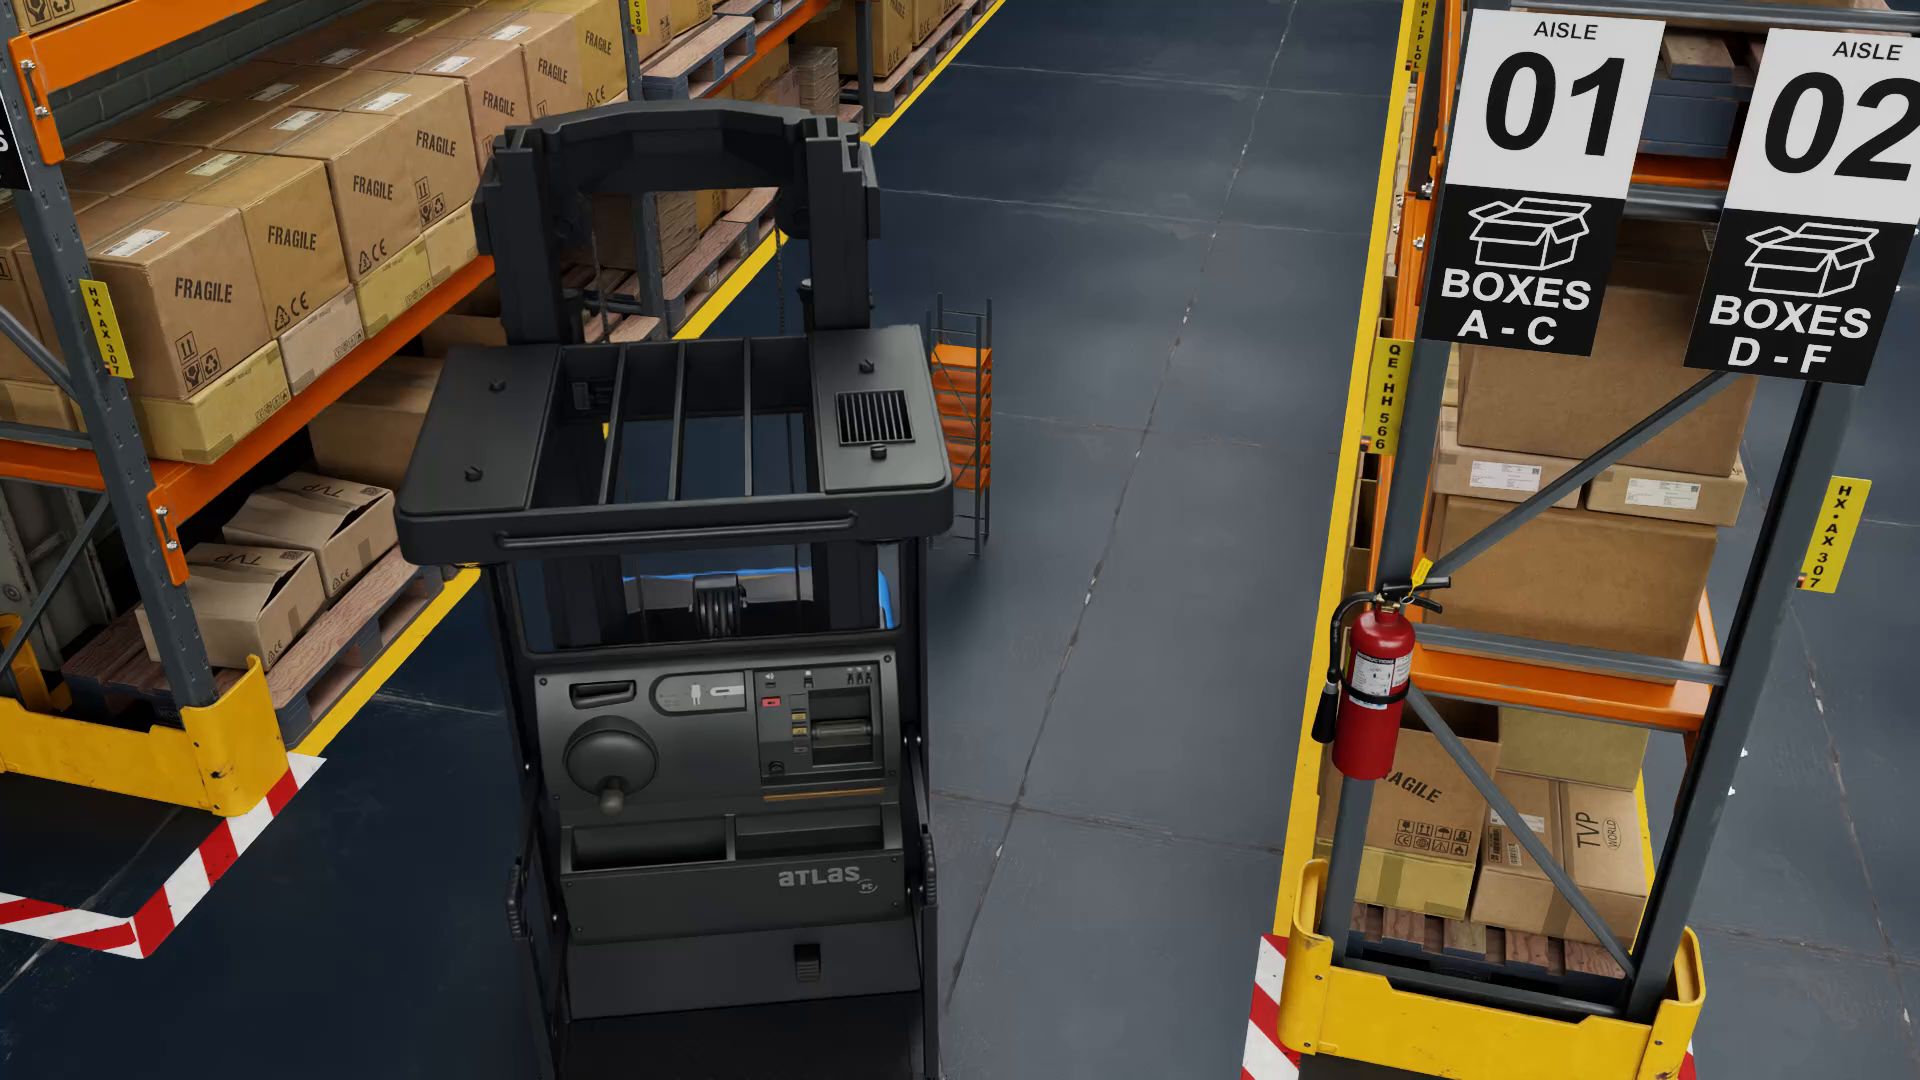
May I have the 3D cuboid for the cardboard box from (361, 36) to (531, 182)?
[{"bbox_3d":[-2.250,-1.894,7.356,0.500,0.500,0.500,7,33,11],"label":"cardboard box"}]

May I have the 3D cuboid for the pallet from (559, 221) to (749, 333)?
[{"bbox_3d":[-1.974,-1.667,10.175,1.003,0.211,1.213,8,33,12],"label":"pallet"}]

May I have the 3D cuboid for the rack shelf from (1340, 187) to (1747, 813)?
[{"bbox_3d":[2.115,-0.426,6.294,1.077,0.370,4.000,8,33,12],"label":"rack shelf"}]

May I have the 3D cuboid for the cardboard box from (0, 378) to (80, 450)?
[{"bbox_3d":[-3.254,-0.578,5.984,0.500,0.250,0.500,8,33,13],"label":"cardboard box"}]

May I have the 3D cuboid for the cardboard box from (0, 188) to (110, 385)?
[{"bbox_3d":[-3.271,-0.899,5.790,0.500,0.500,0.500,8,33,12],"label":"cardboard box"}]

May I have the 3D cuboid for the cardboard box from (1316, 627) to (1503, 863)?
[{"bbox_3d":[1.455,0.657,5.394,0.500,0.500,0.500,8,33,12],"label":"cardboard box"}]

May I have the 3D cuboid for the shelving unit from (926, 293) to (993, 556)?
[{"bbox_3d":[-0.004,-0.499,7.416,0.258,1.200,0.189,8,33,12],"label":"shelving unit"}]

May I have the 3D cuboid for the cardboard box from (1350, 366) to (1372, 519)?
[{"bbox_3d":[1.948,-0.383,7.030,0.500,0.500,0.500,8,33,12],"label":"cardboard box"}]

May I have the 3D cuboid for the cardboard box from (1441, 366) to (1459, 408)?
[{"bbox_3d":[1.585,-0.367,4.834,0.380,0.149,0.250,9,34,14],"label":"cardboard box"}]

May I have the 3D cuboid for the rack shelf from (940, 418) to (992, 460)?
[{"bbox_3d":[-0.004,-0.461,7.440,0.258,0.103,0.180,8,33,12],"label":"rack shelf"}]

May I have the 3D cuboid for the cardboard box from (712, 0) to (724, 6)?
[{"bbox_3d":[-1.722,-3.562,10.054,0.700,0.500,0.500,13,35,19],"label":"cardboard box"}]

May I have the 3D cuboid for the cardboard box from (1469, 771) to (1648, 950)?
[{"bbox_3d":[1.958,1.044,5.484,0.500,0.250,0.500,8,33,12],"label":"cardboard box"}]

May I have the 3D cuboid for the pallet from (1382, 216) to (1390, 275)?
[{"bbox_3d":[3.079,-1.613,10.090,1.003,0.211,1.213,8,33,12],"label":"pallet"}]

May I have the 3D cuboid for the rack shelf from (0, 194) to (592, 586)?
[{"bbox_3d":[-2.678,-1.098,7.352,1.077,0.370,4.000,8,33,12],"label":"rack shelf"}]

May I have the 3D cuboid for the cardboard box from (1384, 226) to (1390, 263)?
[{"bbox_3d":[2.837,-1.830,10.004,0.500,0.250,0.500,9,33,13],"label":"cardboard box"}]

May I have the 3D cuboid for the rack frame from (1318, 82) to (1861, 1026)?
[{"bbox_3d":[1.607,0.309,4.468,1.000,3.000,0.127,8,33,12],"label":"rack frame"}]

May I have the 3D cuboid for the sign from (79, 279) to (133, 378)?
[{"bbox_3d":[-2.660,-0.655,5.178,0.100,0.325,0.005,8,33,12],"label":"sign"}]

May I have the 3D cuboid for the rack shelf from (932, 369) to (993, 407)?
[{"bbox_3d":[-0.004,-0.664,7.311,0.258,0.103,0.180,8,33,12],"label":"rack shelf"}]

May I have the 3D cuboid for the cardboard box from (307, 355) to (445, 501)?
[{"bbox_3d":[-2.543,-0.511,7.678,0.700,0.500,0.500,6,33,9],"label":"cardboard box"}]

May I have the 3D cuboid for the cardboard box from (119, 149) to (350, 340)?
[{"bbox_3d":[-2.638,-1.087,6.087,0.500,0.500,0.500,8,33,13],"label":"cardboard box"}]

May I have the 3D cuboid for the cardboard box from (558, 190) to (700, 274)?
[{"bbox_3d":[-2.000,-1.955,9.948,0.700,0.500,0.500,9,34,14],"label":"cardboard box"}]

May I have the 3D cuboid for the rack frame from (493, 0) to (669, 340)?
[{"bbox_3d":[-2.170,-2.440,8.791,1.000,3.000,0.127,8,33,12],"label":"rack frame"}]

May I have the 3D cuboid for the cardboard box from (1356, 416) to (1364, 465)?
[{"bbox_3d":[2.079,-0.326,7.638,0.500,0.250,0.500,8,33,12],"label":"cardboard box"}]

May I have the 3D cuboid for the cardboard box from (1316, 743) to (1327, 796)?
[{"bbox_3d":[1.573,0.712,6.005,0.500,0.250,0.500,8,33,12],"label":"cardboard box"}]

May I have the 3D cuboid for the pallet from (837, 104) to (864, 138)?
[{"bbox_3d":[-1.355,-2.933,12.167,1.003,0.211,1.213,8,33,12],"label":"pallet"}]

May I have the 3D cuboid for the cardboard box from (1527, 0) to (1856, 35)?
[{"bbox_3d":[1.757,-1.535,3.954,0.797,0.503,0.637,10,34,16],"label":"cardboard box"}]

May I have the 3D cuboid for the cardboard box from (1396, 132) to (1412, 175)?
[{"bbox_3d":[2.964,-2.326,10.262,0.500,0.311,0.500,7,33,11],"label":"cardboard box"}]

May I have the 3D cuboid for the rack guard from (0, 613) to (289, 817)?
[{"bbox_3d":[-3.166,0.652,6.259,1.175,0.500,0.348,8,33,12],"label":"rack guard"}]

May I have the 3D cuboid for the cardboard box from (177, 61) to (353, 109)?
[{"bbox_3d":[-2.879,-1.689,7.033,0.500,0.500,0.500,8,33,13],"label":"cardboard box"}]

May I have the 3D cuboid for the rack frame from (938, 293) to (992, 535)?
[{"bbox_3d":[0.020,-0.546,7.491,0.240,1.200,0.006,8,33,12],"label":"rack frame"}]

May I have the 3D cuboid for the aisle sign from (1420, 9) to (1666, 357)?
[{"bbox_3d":[1.306,-0.794,3.780,0.394,0.787,0.004,8,33,12],"label":"aisle sign"}]

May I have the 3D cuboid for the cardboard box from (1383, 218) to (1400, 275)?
[{"bbox_3d":[2.574,-1.541,9.026,0.500,0.311,0.500,9,34,14],"label":"cardboard box"}]

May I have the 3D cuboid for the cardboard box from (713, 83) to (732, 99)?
[{"bbox_3d":[-1.763,-2.770,10.533,0.500,0.250,0.500,7,33,11],"label":"cardboard box"}]

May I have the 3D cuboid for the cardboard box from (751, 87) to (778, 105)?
[{"bbox_3d":[-1.629,-2.752,11.203,0.700,0.500,0.500,8,33,12],"label":"cardboard box"}]

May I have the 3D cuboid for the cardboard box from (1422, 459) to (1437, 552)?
[{"bbox_3d":[1.867,-0.247,5.250,0.700,0.500,0.500,9,34,14],"label":"cardboard box"}]

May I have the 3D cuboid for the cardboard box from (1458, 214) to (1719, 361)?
[{"bbox_3d":[1.880,-0.823,4.946,0.700,0.500,0.500,7,33,11],"label":"cardboard box"}]

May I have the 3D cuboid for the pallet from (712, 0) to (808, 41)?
[{"bbox_3d":[-1.618,-3.401,10.483,1.003,0.211,1.213,8,33,12],"label":"pallet"}]

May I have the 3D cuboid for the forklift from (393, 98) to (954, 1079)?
[{"bbox_3d":[-0.599,0.551,4.151,1.130,2.935,3.031,-3,33,-5],"label":"forklift"}]

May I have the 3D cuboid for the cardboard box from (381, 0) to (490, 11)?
[{"bbox_3d":[-2.492,-2.486,8.286,0.500,0.500,0.500,7,33,11],"label":"cardboard box"}]

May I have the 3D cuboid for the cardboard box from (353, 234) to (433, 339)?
[{"bbox_3d":[-2.501,-1.054,6.733,0.500,0.250,0.500,8,33,12],"label":"cardboard box"}]

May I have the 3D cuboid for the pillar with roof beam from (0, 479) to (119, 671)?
[{"bbox_3d":[0.320,-2.790,3.752,9.100,9.000,0.400,8,33,12],"label":"pillar with roof beam"}]

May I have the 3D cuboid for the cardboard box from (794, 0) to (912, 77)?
[{"bbox_3d":[-0.842,-4.149,13.093,0.750,0.750,0.750,8,33,12],"label":"cardboard box"}]
